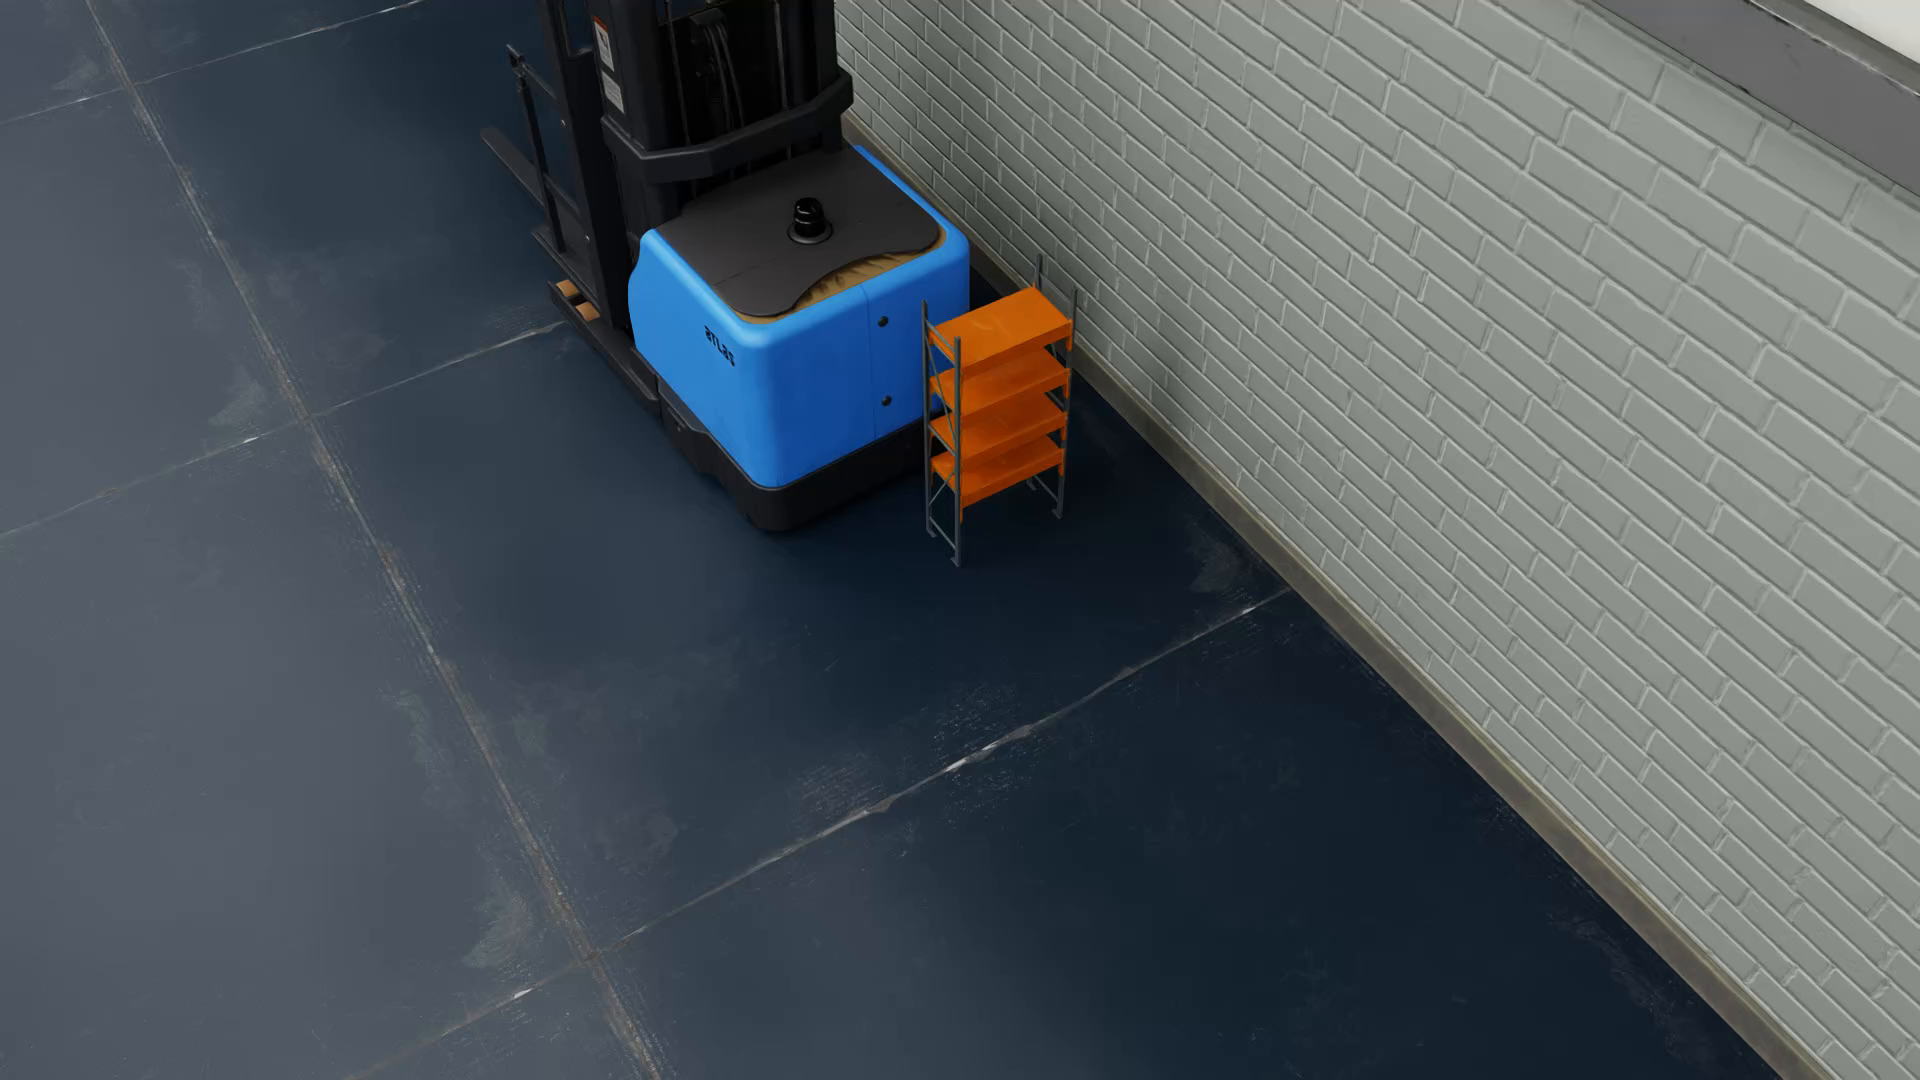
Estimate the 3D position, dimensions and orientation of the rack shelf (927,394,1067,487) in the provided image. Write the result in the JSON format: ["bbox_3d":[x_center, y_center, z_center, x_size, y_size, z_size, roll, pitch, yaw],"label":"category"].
[{"bbox_3d":[0.140,-0.420,6.356,0.480,0.148,0.258,-25,53,-21],"label":"rack shelf"}]

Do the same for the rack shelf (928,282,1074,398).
[{"bbox_3d":[0.140,-0.726,6.013,0.480,0.148,0.258,-25,53,-21],"label":"rack shelf"}]

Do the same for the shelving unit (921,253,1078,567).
[{"bbox_3d":[0.140,-0.465,6.306,0.503,1.200,0.258,-25,53,-21],"label":"shelving unit"}]

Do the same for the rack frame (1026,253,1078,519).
[{"bbox_3d":[0.346,-0.562,6.393,0.015,1.200,0.240,-25,53,-21],"label":"rack frame"}]

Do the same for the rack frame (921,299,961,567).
[{"bbox_3d":[-0.066,-0.368,6.219,0.015,1.200,0.240,-25,53,-21],"label":"rack frame"}]

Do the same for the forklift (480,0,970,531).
[{"bbox_3d":[-1.214,-2.075,6.581,1.130,2.935,3.031,-28,54,-23],"label":"forklift"}]

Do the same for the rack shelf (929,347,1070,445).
[{"bbox_3d":[0.140,-0.569,6.189,0.480,0.148,0.258,-25,53,-21],"label":"rack shelf"}]

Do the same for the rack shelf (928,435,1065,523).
[{"bbox_3d":[0.140,-0.288,6.504,0.480,0.148,0.258,-25,53,-21],"label":"rack shelf"}]
